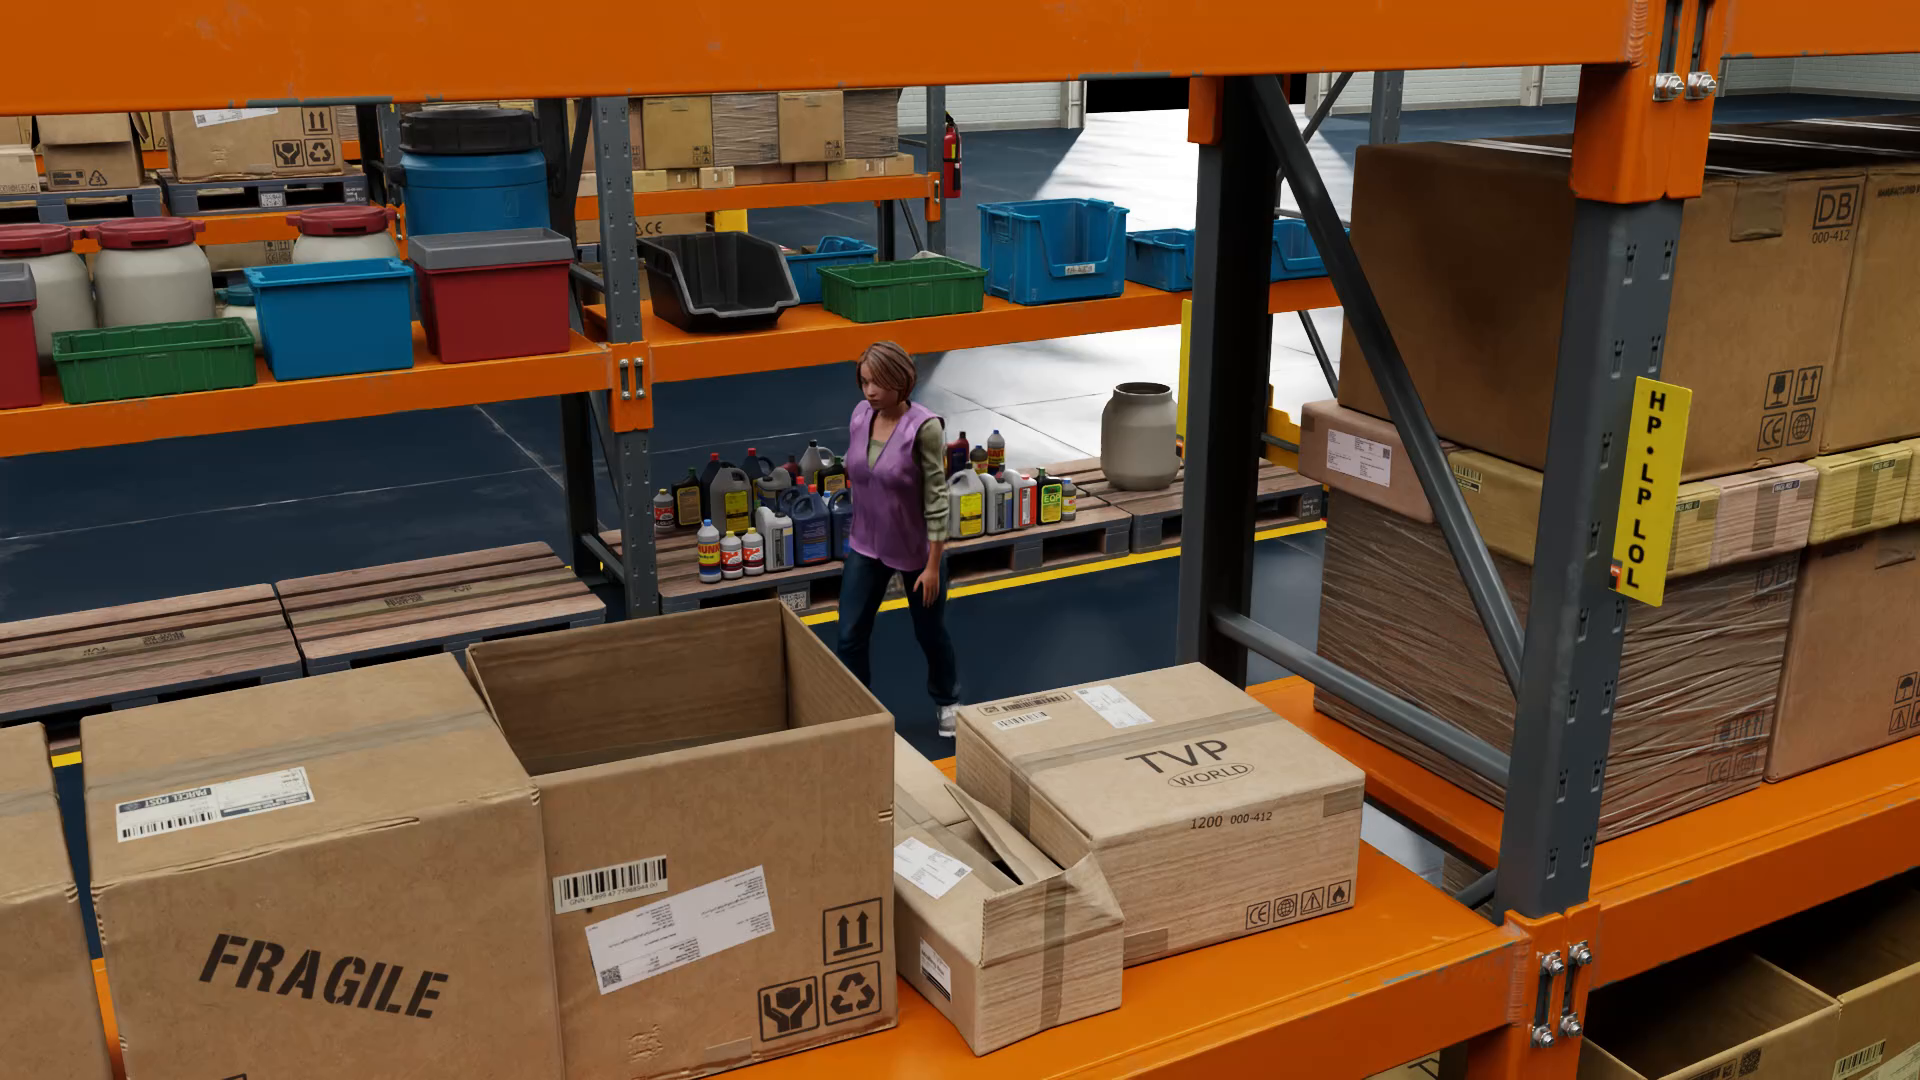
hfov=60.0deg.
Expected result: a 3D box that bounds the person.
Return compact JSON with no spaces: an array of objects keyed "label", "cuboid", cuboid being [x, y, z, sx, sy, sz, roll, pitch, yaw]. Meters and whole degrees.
[{"label":"person","cuboid":[-0.240,0.051,5.914,0.455,1.553,0.808,9,21,26]}]
